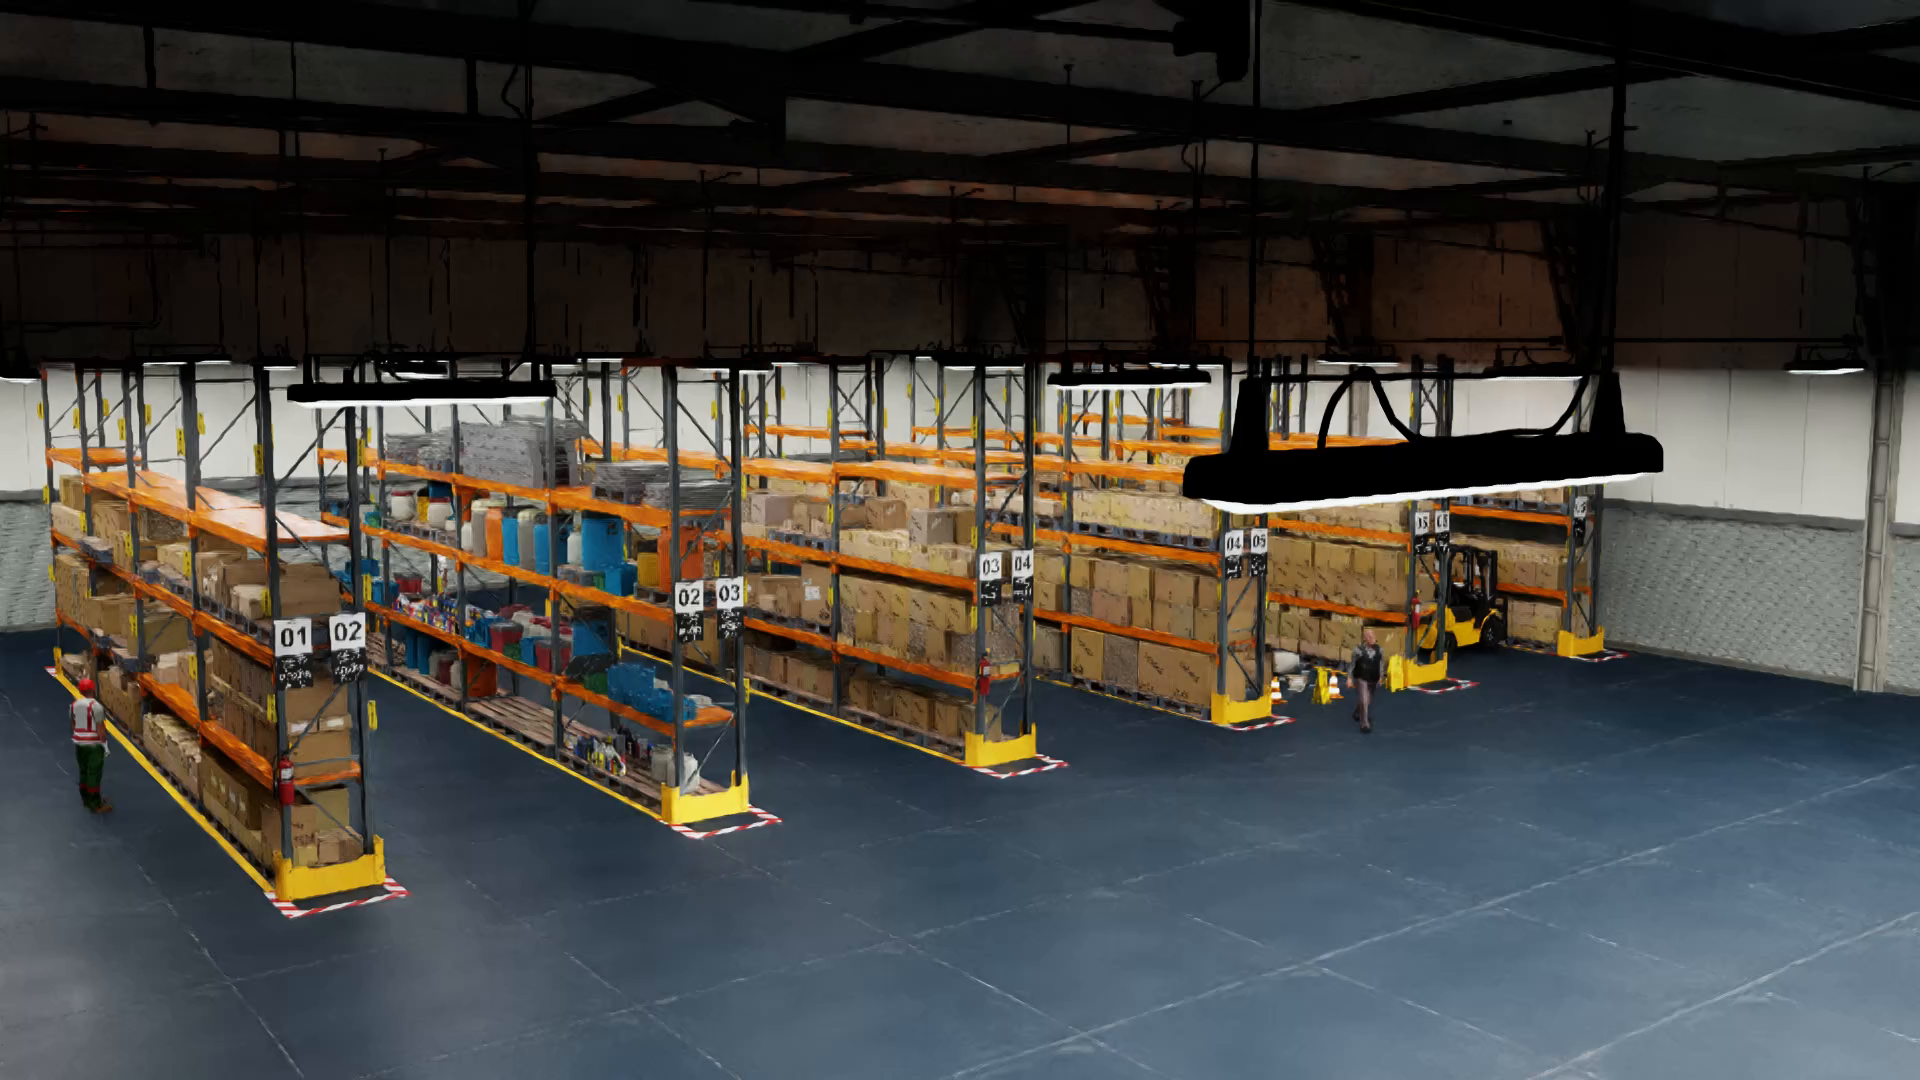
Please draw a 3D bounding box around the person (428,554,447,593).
[{"bbox_3d":[-11.905,0.925,38.148,0.610,1.655,0.439,2,7,19],"label":"person"}]

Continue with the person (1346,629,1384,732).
[{"bbox_3d":[6.613,2.260,27.116,0.572,1.669,0.954,-2,7,-16],"label":"person"}]

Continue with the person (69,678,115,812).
[{"bbox_3d":[-11.701,2.738,22.439,0.606,1.792,0.442,3,7,22],"label":"person"}]
